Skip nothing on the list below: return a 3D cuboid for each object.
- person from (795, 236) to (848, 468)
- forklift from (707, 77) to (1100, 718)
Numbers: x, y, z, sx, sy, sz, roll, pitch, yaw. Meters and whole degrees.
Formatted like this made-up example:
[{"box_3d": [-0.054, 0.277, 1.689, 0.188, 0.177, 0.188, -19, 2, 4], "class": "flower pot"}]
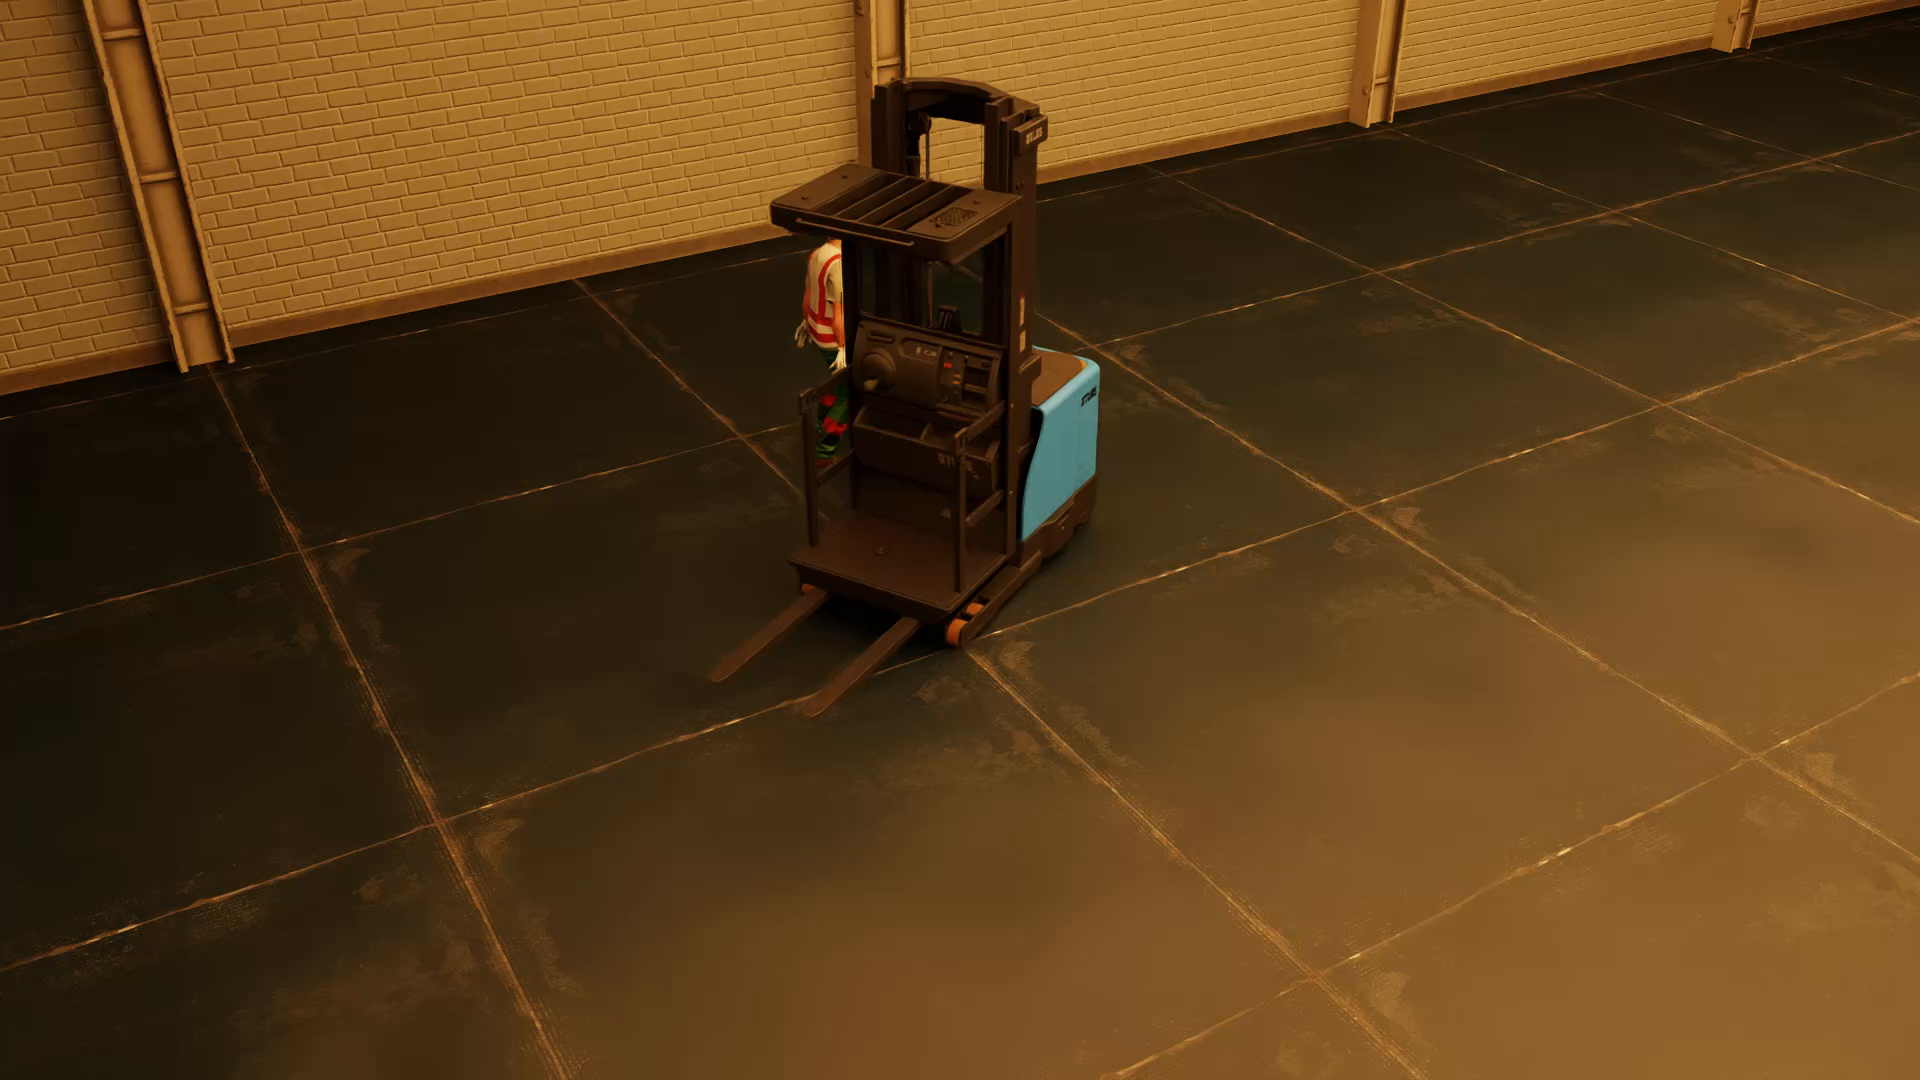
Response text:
[{"box_3d": [-0.829, -1.341, 11.084, 0.465, 1.750, 0.868, -11, 32, -17], "class": "person"}, {"box_3d": [-0.296, -0.911, 9.169, 1.130, 2.935, 3.031, 17, 35, 25], "class": "forklift"}]
